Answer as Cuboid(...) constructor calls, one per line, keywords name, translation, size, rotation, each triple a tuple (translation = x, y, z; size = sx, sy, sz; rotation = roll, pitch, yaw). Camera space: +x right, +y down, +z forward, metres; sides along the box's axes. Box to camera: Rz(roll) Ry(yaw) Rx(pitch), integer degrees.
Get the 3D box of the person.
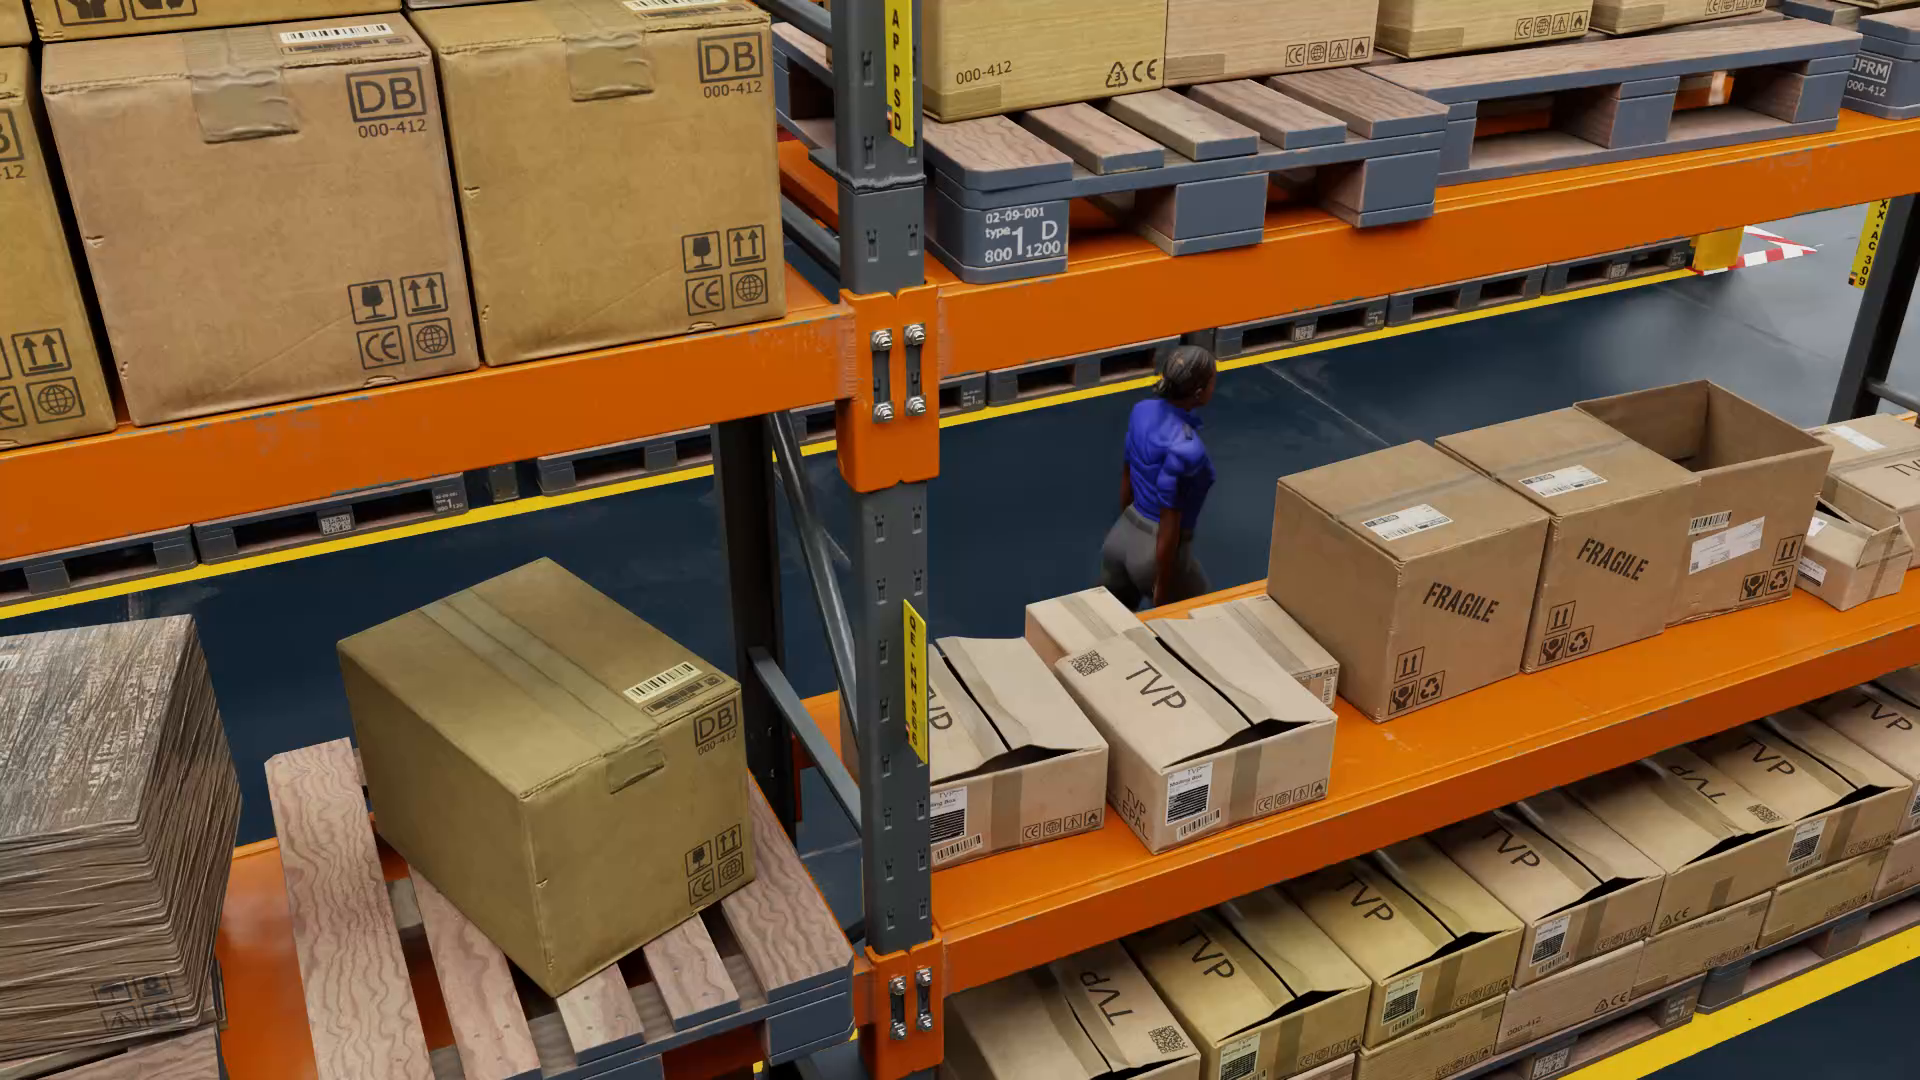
Cuboid(name="person", translation=(0.640, 0.050, 6.064), size=(0.987, 1.606, 0.439), rotation=(-12, 32, -20))
